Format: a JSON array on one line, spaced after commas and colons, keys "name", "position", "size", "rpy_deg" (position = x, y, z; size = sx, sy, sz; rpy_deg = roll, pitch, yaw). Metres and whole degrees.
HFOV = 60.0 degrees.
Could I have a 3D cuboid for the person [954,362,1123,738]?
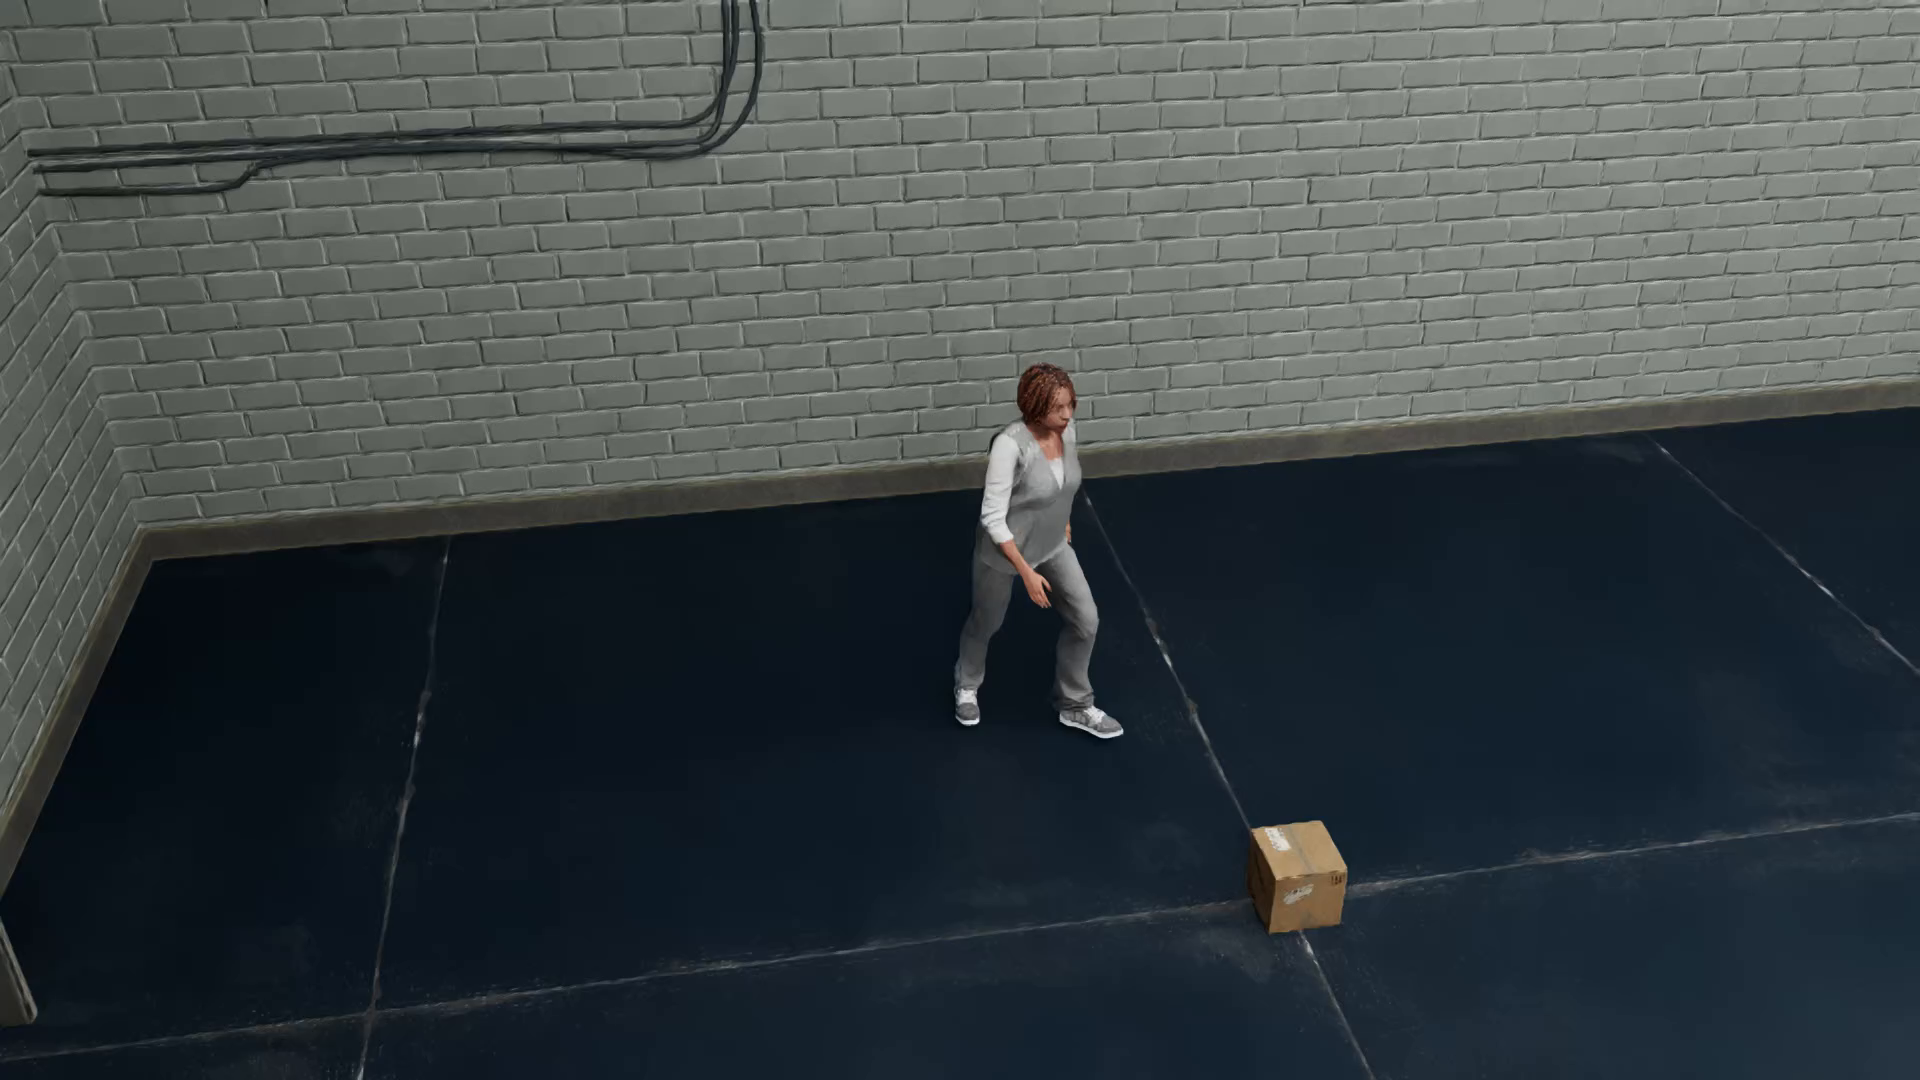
[{"name": "person", "position": [0.254, 0.039, 6.090], "size": [0.522, 1.556, 0.657], "rpy_deg": [-21, 37, -31]}]
